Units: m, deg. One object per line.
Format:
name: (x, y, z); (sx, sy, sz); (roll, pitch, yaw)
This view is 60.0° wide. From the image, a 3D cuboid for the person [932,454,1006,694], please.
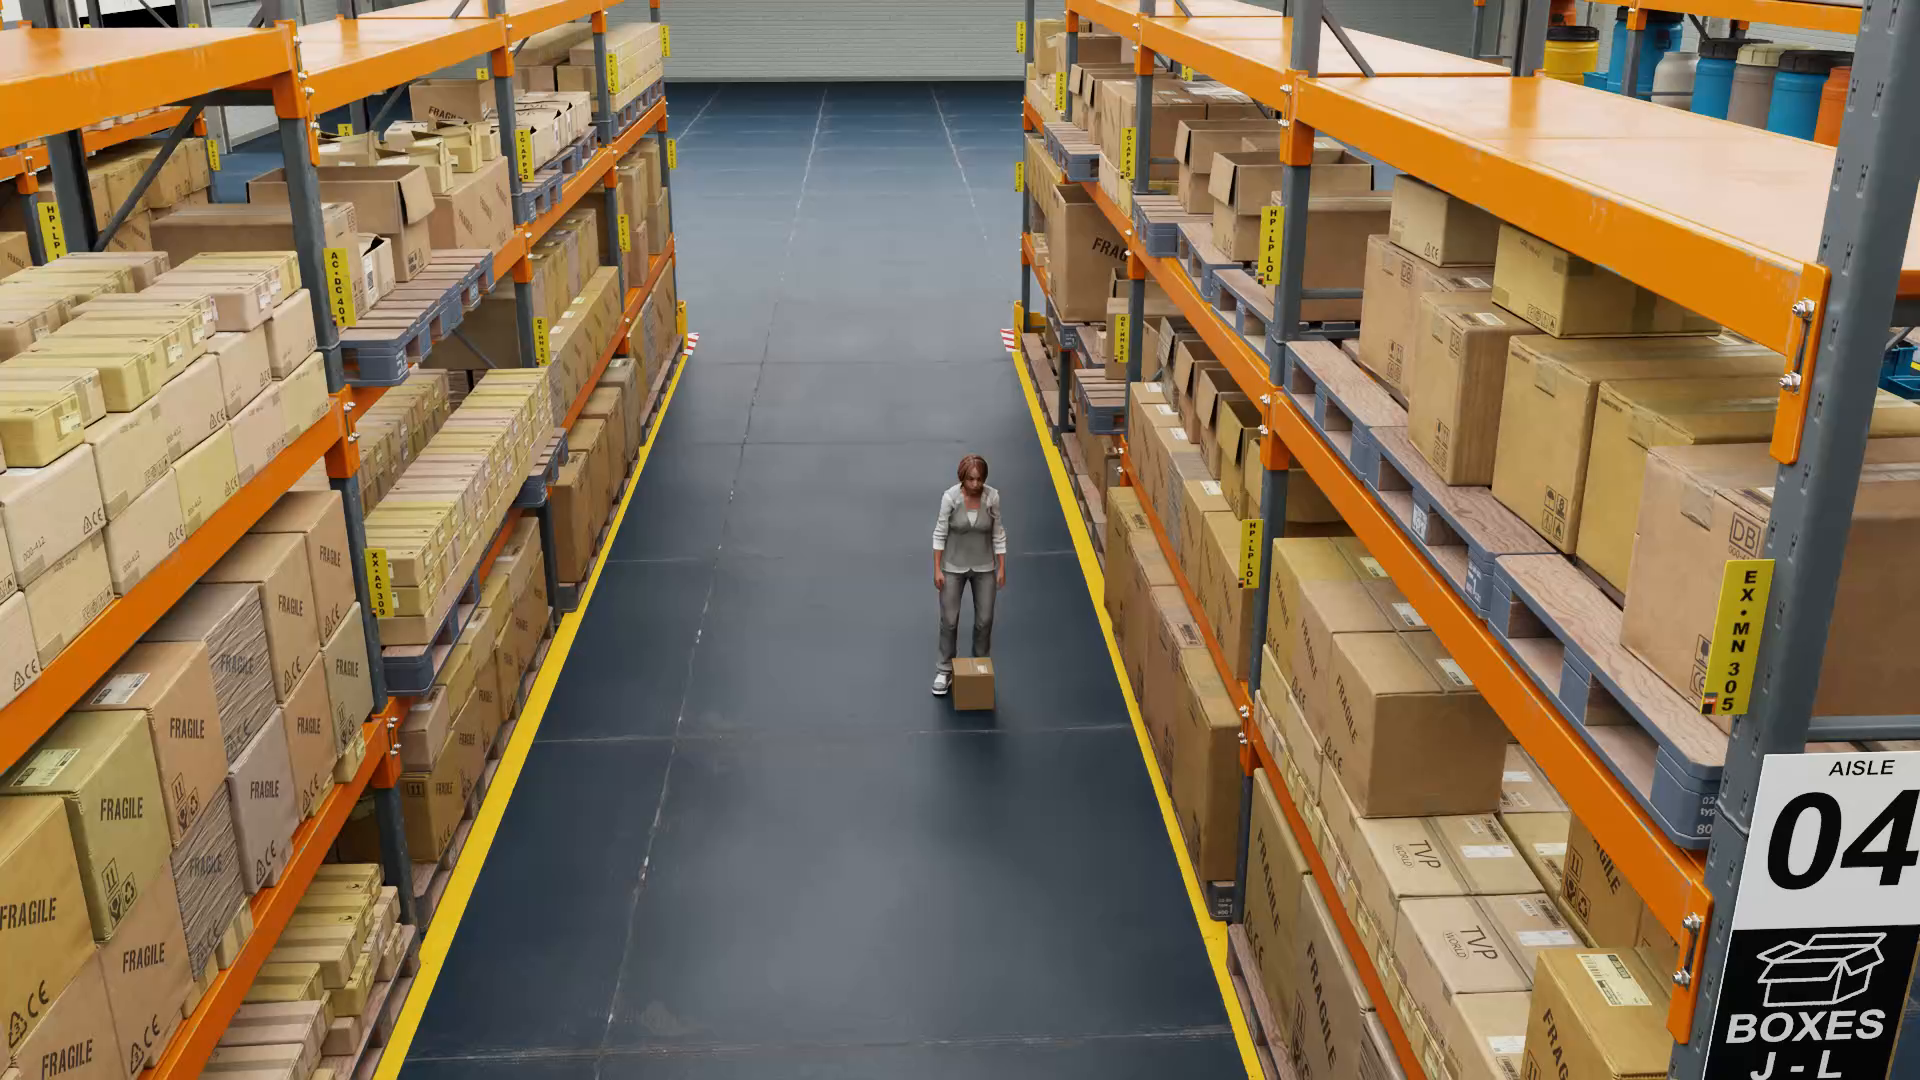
person: (0.053, 0.203, 10.556); (0.486, 1.594, 0.340); (-2, 21, -6)
